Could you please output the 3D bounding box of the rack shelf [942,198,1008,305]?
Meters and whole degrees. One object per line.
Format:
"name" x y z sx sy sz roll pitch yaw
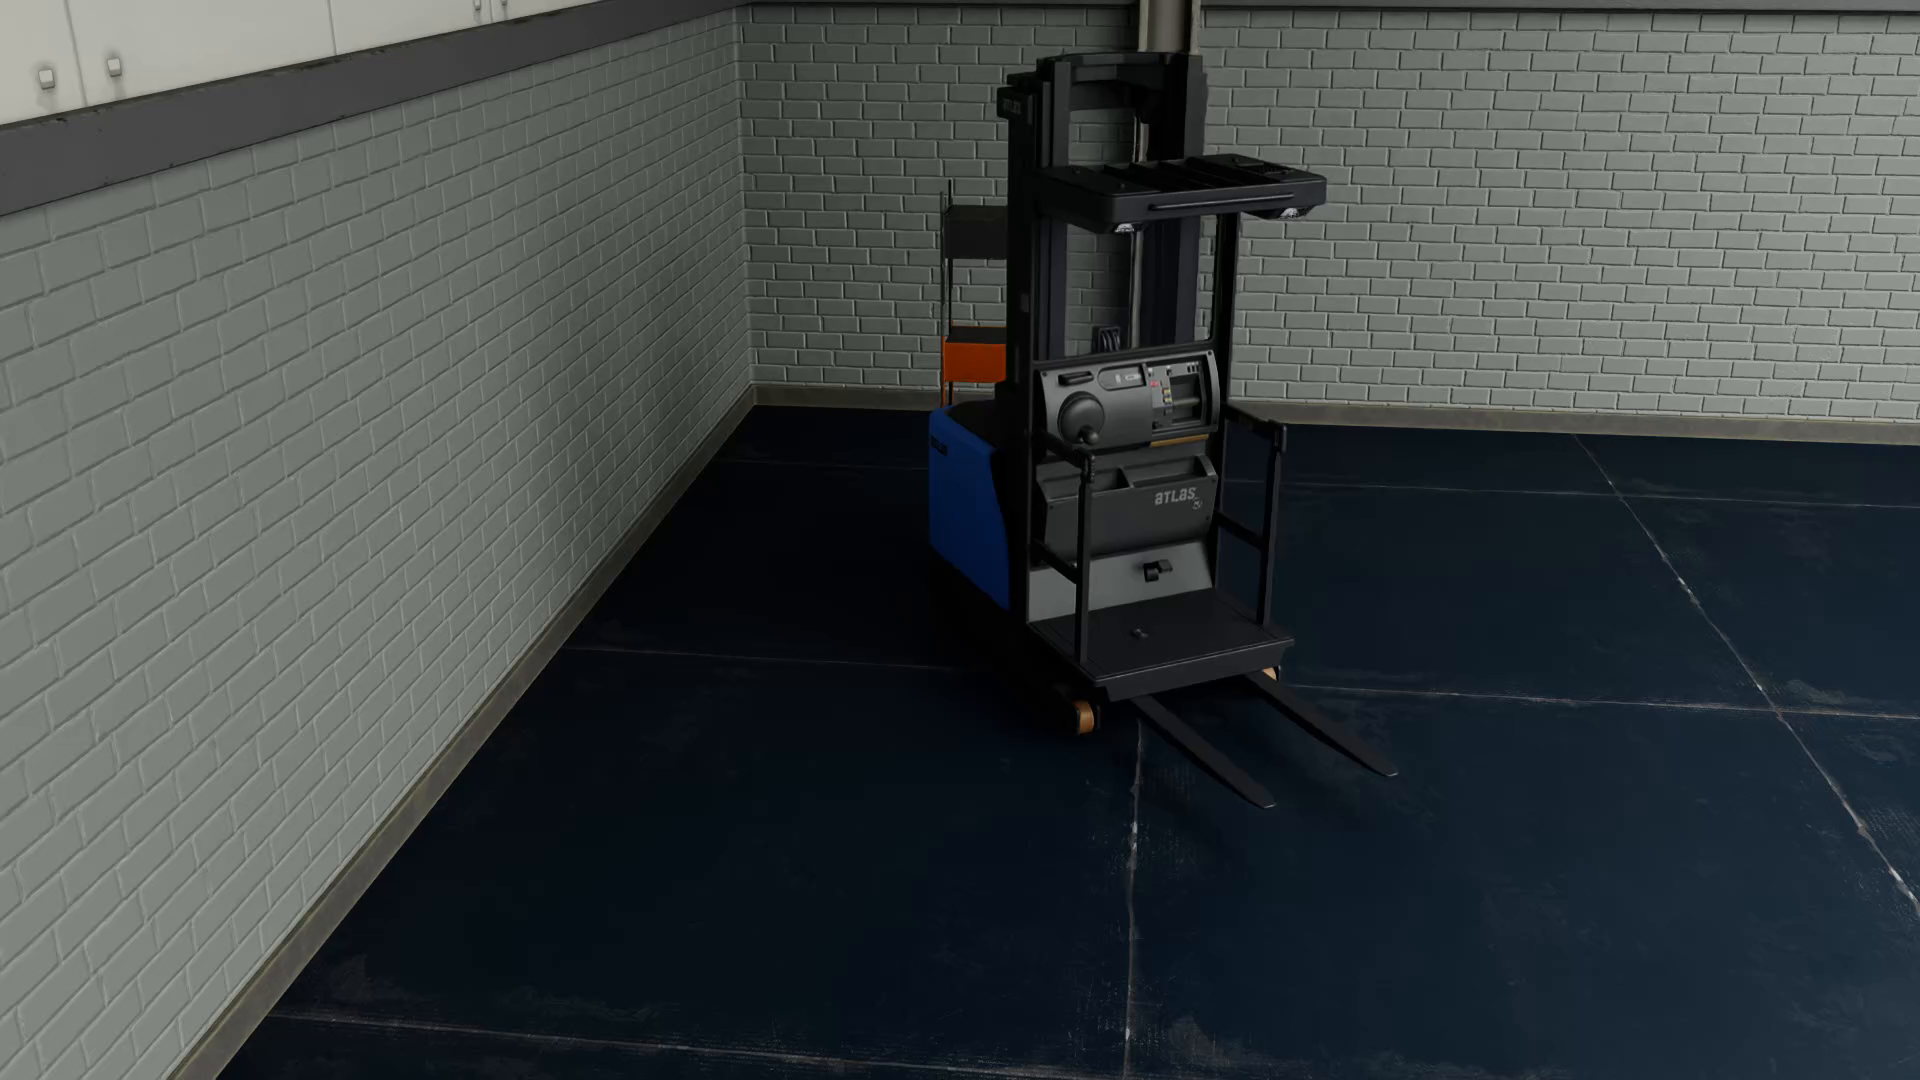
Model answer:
"rack shelf" 0.164 -1.608 9.283 0.480 0.518 0.431 2 22 6

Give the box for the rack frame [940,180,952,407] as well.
"rack frame" -0.078 -0.980 9.562 0.015 2.100 0.400 2 22 6

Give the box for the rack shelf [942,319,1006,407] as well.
"rack shelf" 0.164 -0.957 9.541 0.480 0.518 0.431 2 22 6

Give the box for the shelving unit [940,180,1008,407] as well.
"shelving unit" 0.164 -0.969 9.536 0.503 2.100 0.431 2 22 6

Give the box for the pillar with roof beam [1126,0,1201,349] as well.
"pillar with roof beam" 0.883 -3.459 6.450 0.400 9.000 9.100 2 22 6

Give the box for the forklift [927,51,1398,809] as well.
"forklift" 0.888 -0.644 7.583 1.130 2.935 3.031 -9 23 -23
